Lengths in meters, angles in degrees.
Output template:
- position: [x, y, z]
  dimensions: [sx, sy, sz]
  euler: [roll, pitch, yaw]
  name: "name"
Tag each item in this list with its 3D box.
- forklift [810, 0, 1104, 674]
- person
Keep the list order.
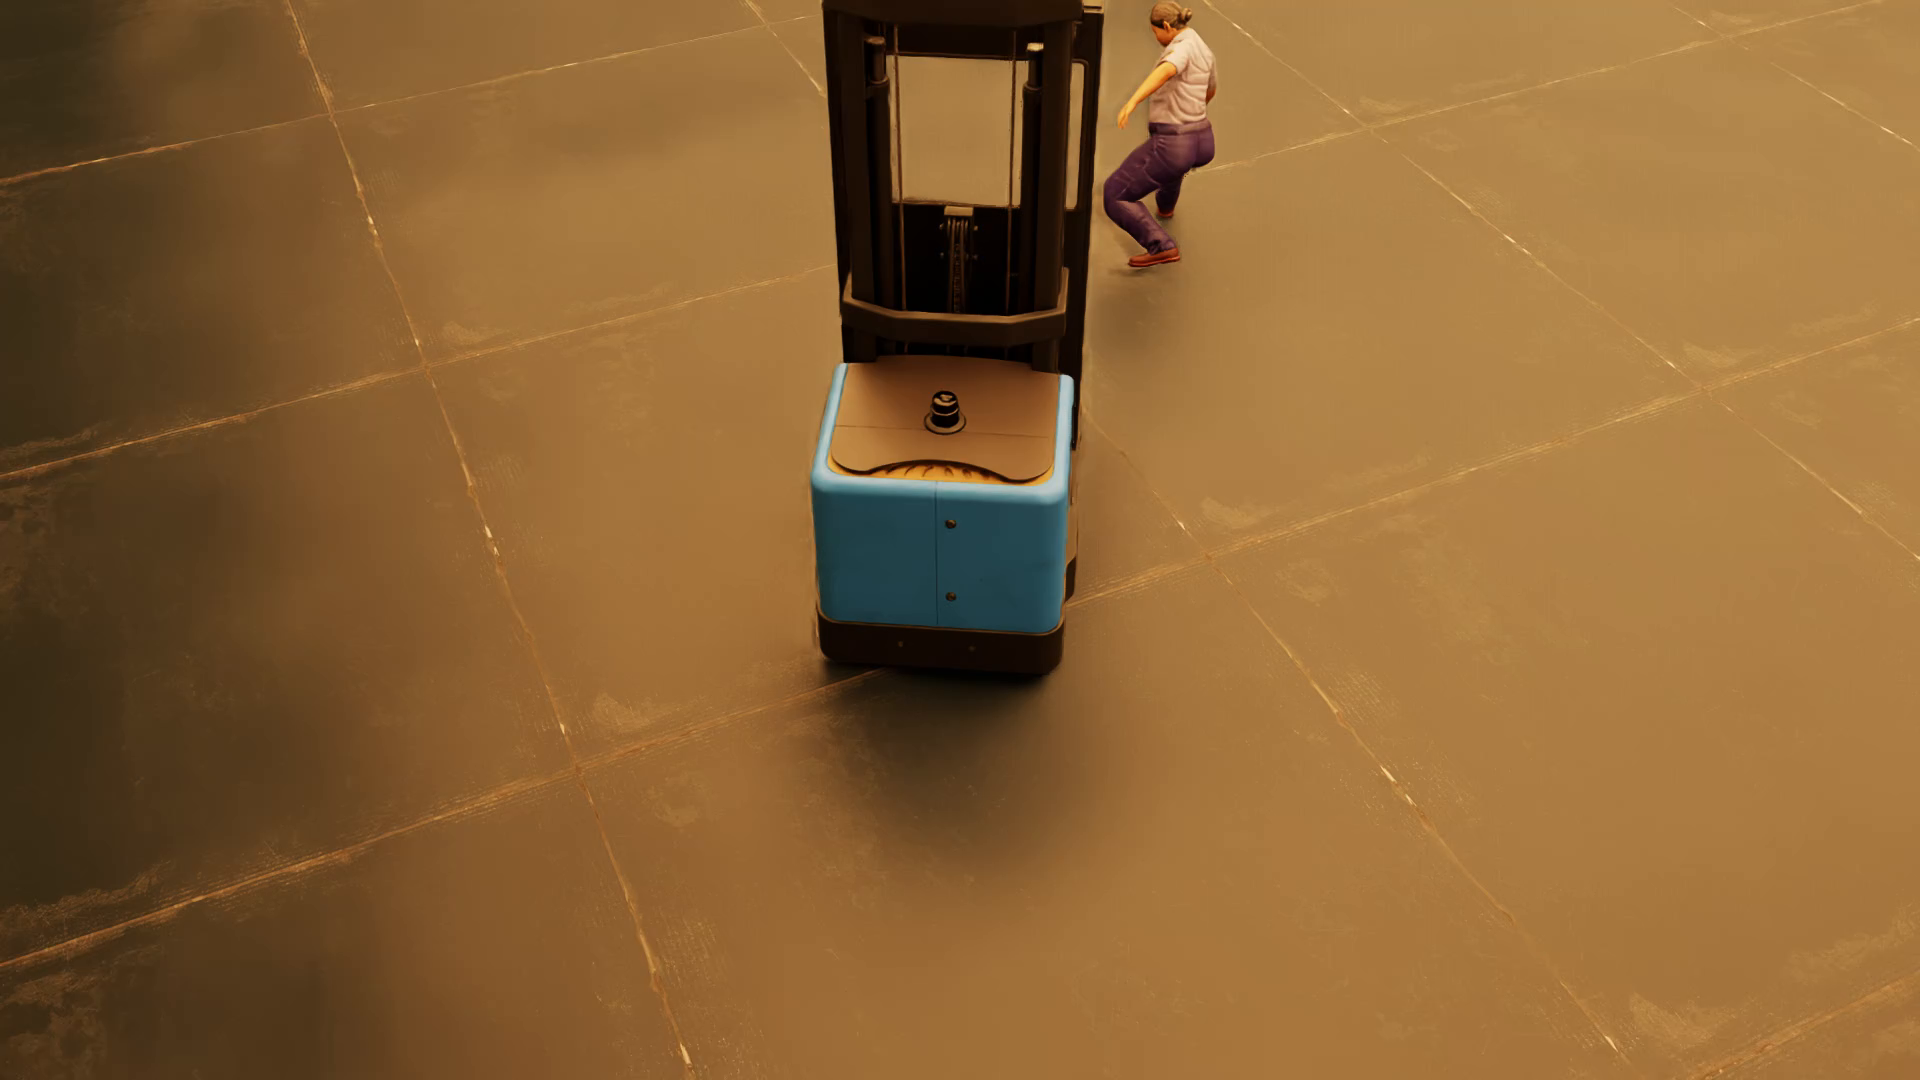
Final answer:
- position: [0.034, -1.500, 7.287]
  dimensions: [1.130, 2.935, 3.031]
  euler: [3, 43, 4]
  name: "forklift"
- position: [1.109, -2.196, 9.169]
  dimensions: [0.695, 1.384, 1.095]
  euler: [34, 53, 31]
  name: "person"
